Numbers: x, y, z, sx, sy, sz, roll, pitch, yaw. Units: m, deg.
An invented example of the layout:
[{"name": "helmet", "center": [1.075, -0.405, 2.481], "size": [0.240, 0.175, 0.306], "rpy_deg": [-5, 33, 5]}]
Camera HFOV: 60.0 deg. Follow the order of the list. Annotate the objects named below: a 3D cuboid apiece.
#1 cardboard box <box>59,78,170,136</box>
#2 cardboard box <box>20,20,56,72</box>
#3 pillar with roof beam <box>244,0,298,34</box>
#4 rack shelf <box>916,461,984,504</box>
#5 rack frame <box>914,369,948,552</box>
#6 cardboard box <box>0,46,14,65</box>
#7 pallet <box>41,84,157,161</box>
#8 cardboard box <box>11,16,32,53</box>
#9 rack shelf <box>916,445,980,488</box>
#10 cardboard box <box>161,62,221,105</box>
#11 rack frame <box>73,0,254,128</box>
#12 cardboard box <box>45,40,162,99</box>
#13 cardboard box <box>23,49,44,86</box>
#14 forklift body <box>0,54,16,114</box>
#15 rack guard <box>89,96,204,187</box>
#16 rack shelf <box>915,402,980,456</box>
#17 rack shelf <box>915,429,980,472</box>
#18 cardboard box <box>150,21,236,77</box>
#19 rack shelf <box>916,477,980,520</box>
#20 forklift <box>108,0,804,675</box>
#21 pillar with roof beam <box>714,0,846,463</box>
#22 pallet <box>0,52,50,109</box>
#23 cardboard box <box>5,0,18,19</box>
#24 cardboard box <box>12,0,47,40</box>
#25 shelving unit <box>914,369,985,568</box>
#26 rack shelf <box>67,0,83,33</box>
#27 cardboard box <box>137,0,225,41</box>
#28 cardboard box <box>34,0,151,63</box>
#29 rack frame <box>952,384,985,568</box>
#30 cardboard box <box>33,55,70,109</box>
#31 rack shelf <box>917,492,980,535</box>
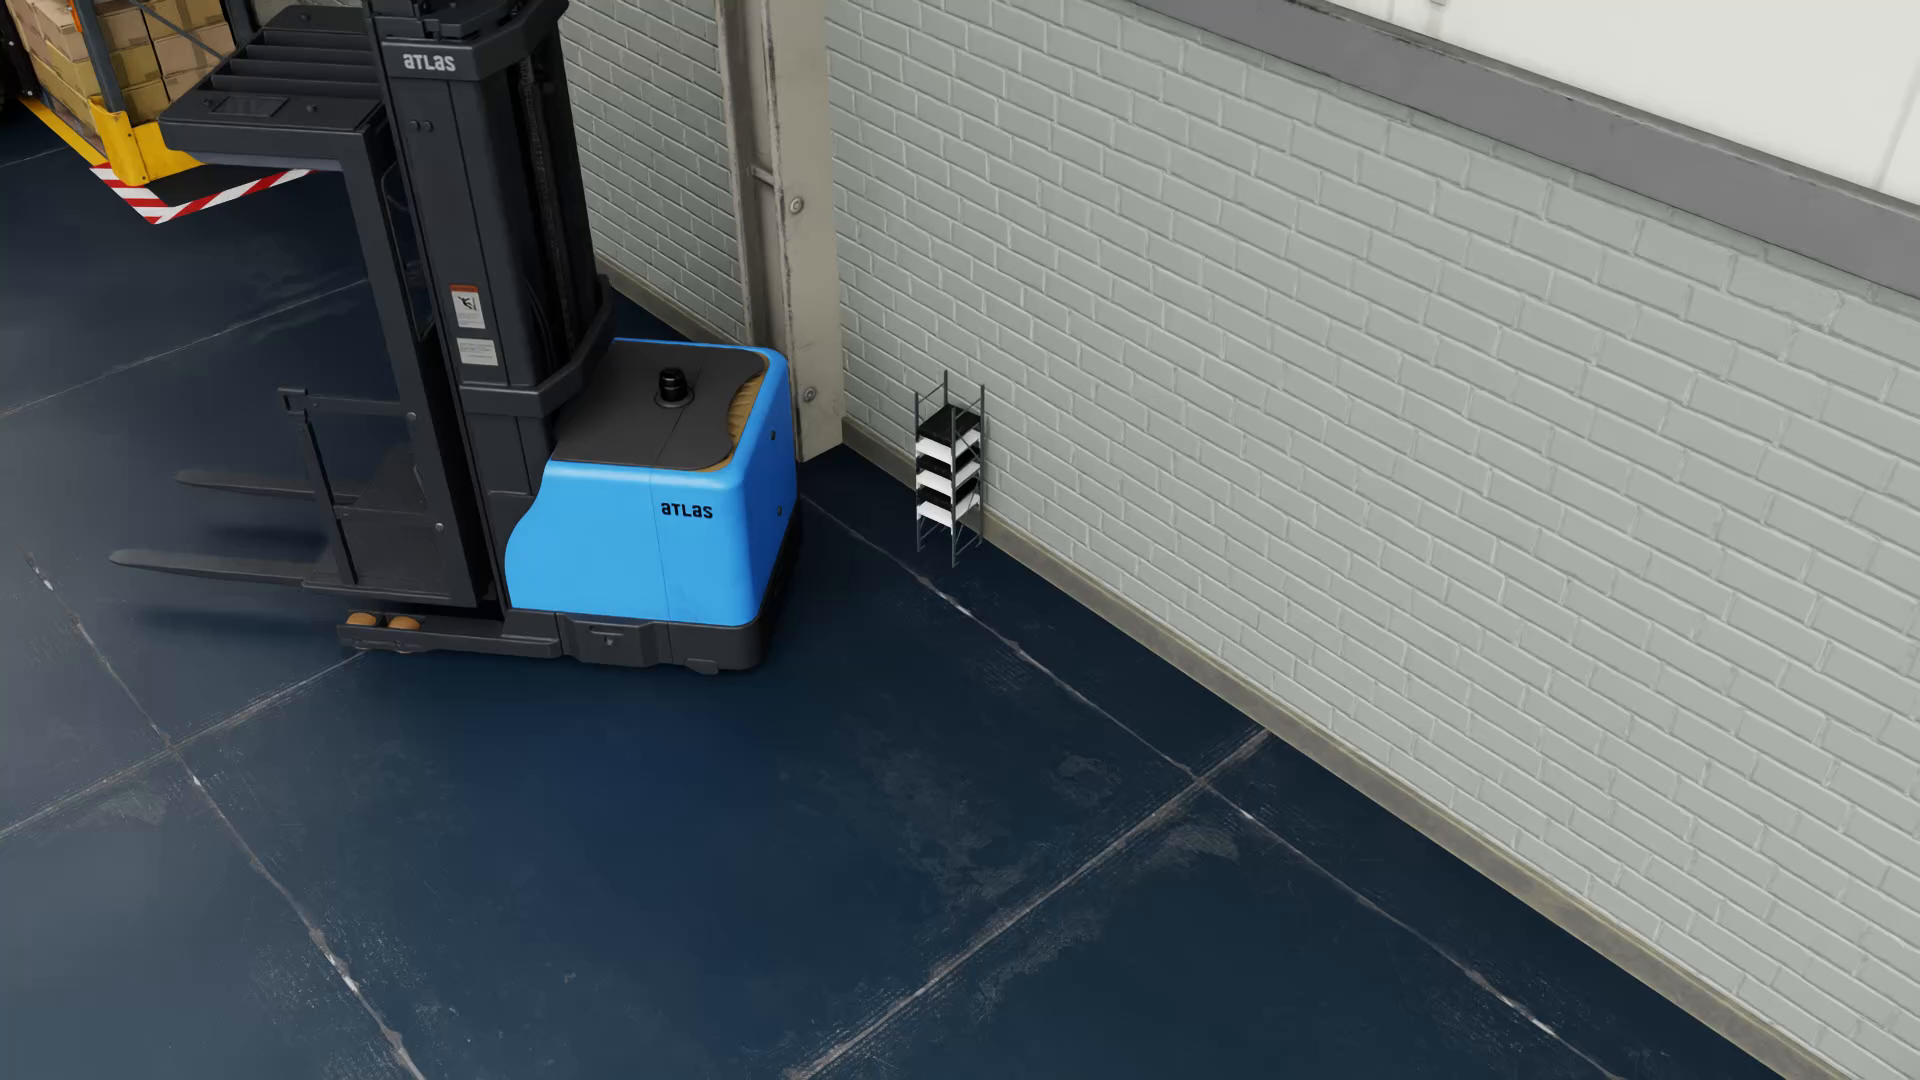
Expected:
[{"name": "cardboard box", "center": [-5.629, -2.962, 11.092], "size": [0.500, 0.250, 0.500], "rpy_deg": [-30, 47, -31]}, {"name": "cardboard box", "center": [-5.969, -3.402, 11.239], "size": [0.500, 0.250, 0.500], "rpy_deg": [-30, 48, -32]}, {"name": "pillar with roof beam", "center": [-8.056, -4.995, 6.980], "size": [9.100, 9.000, 0.400], "rpy_deg": [-30, 48, -32]}, {"name": "rack shelf", "center": [-0.046, -0.292, 7.656], "size": [0.200, 0.077, 0.258], "rpy_deg": [24, 45, 27]}, {"name": "rack frame", "center": [-0.129, -0.355, 7.681], "size": [0.006, 0.900, 0.240], "rpy_deg": [24, 45, 27]}, {"name": "cardboard box", "center": [-6.657, -3.662, 11.959], "size": [0.500, 0.250, 0.500], "rpy_deg": [-28, 47, -30]}, {"name": "pallet", "center": [-5.626, -3.036, 11.549], "size": [1.003, 0.211, 1.213], "rpy_deg": [-30, 48, -32]}, {"name": "cardboard box", "center": [-6.333, -3.632, 11.524], "size": [0.500, 0.250, 0.500], "rpy_deg": [-31, 48, -33]}, {"name": "rack shelf", "center": [-0.046, -0.362, 7.600], "size": [0.200, 0.077, 0.258], "rpy_deg": [24, 45, 27]}, {"name": "cardboard box", "center": [-5.266, -3.189, 11.373], "size": [0.500, 0.250, 0.500], "rpy_deg": [-30, 48, -32]}, {"name": "rack frame", "center": [-5.078, -3.785, 10.257], "size": [1.000, 3.000, 0.127], "rpy_deg": [-30, 48, -32]}, {"name": "cardboard box", "center": [-5.638, -3.166, 10.946], "size": [0.500, 0.250, 0.500], "rpy_deg": [-31, 48, -32]}, {"name": "cardboard box", "center": [-6.290, -3.431, 11.673], "size": [0.500, 0.250, 0.500], "rpy_deg": [-29, 47, -31]}, {"name": "forklift body", "center": [-7.704, -3.557, 10.650], "size": [2.313, 2.155, 1.214], "rpy_deg": [-30, 48, -32]}, {"name": "rack guard", "center": [-5.062, -2.801, 11.029], "size": [1.175, 0.500, 0.348], "rpy_deg": [-30, 48, -32]}, {"name": "rack shelf", "center": [-0.046, -0.502, 7.487], "size": [0.200, 0.077, 0.258], "rpy_deg": [24, 45, 27]}, {"name": "rack shelf", "center": [-0.046, -0.432, 7.543], "size": [0.200, 0.077, 0.258], "rpy_deg": [24, 45, 27]}, {"name": "cardboard box", "center": [-5.243, -3.379, 11.211], "size": [0.500, 0.250, 0.500], "rpy_deg": [-29, 47, -31]}, {"name": "rack shelf", "center": [-0.046, -0.222, 7.713], "size": [0.200, 0.077, 0.258], "rpy_deg": [24, 45, 27]}, {"name": "forklift", "center": [-2.298, -0.964, 6.819], "size": [3.031, 2.935, 1.130], "rpy_deg": [5, 39, 6]}, {"name": "pillar with roof beam", "center": [-3.998, -2.218, 3.542], "size": [9.100, 9.000, 0.400], "rpy_deg": [-30, 48, -32]}, {"name": "pallet", "center": [-6.447, -3.601, 12.248], "size": [1.003, 0.211, 1.213], "rpy_deg": [-30, 48, -32]}, {"name": "cardboard box", "center": [-6.318, -3.811, 11.348], "size": [0.500, 0.250, 0.500], "rpy_deg": [-29, 47, -31]}, {"name": "cardboard box", "center": [-5.969, -3.582, 11.064], "size": [0.500, 0.250, 0.500], "rpy_deg": [-29, 47, -31]}, {"name": "shelving unit", "center": [-0.046, -0.318, 7.635], "size": [0.210, 0.900, 0.258], "rpy_deg": [24, 45, 27]}, {"name": "rack shelf", "center": [-6.431, -4.431, 11.629], "size": [1.077, 0.370, 4.000], "rpy_deg": [-30, 48, -32]}, {"name": "cardboard box", "center": [-5.264, -3.571, 11.050], "size": [0.500, 0.250, 0.500], "rpy_deg": [-31, 48, -32]}, {"name": "cardboard box", "center": [-5.619, -3.348, 10.775], "size": [0.500, 0.250, 0.500], "rpy_deg": [-28, 47, -30]}, {"name": "rack frame", "center": [0.036, -0.281, 7.589], "size": [0.006, 0.900, 0.240], "rpy_deg": [24, 45, 27]}, {"name": "cardboard box", "center": [-5.958, -3.196, 11.382], "size": [0.500, 0.250, 0.500], "rpy_deg": [-30, 48, -32]}, {"name": "rack shelf", "center": [-0.046, -0.152, 7.769], "size": [0.200, 0.077, 0.258], "rpy_deg": [24, 45, 27]}]
